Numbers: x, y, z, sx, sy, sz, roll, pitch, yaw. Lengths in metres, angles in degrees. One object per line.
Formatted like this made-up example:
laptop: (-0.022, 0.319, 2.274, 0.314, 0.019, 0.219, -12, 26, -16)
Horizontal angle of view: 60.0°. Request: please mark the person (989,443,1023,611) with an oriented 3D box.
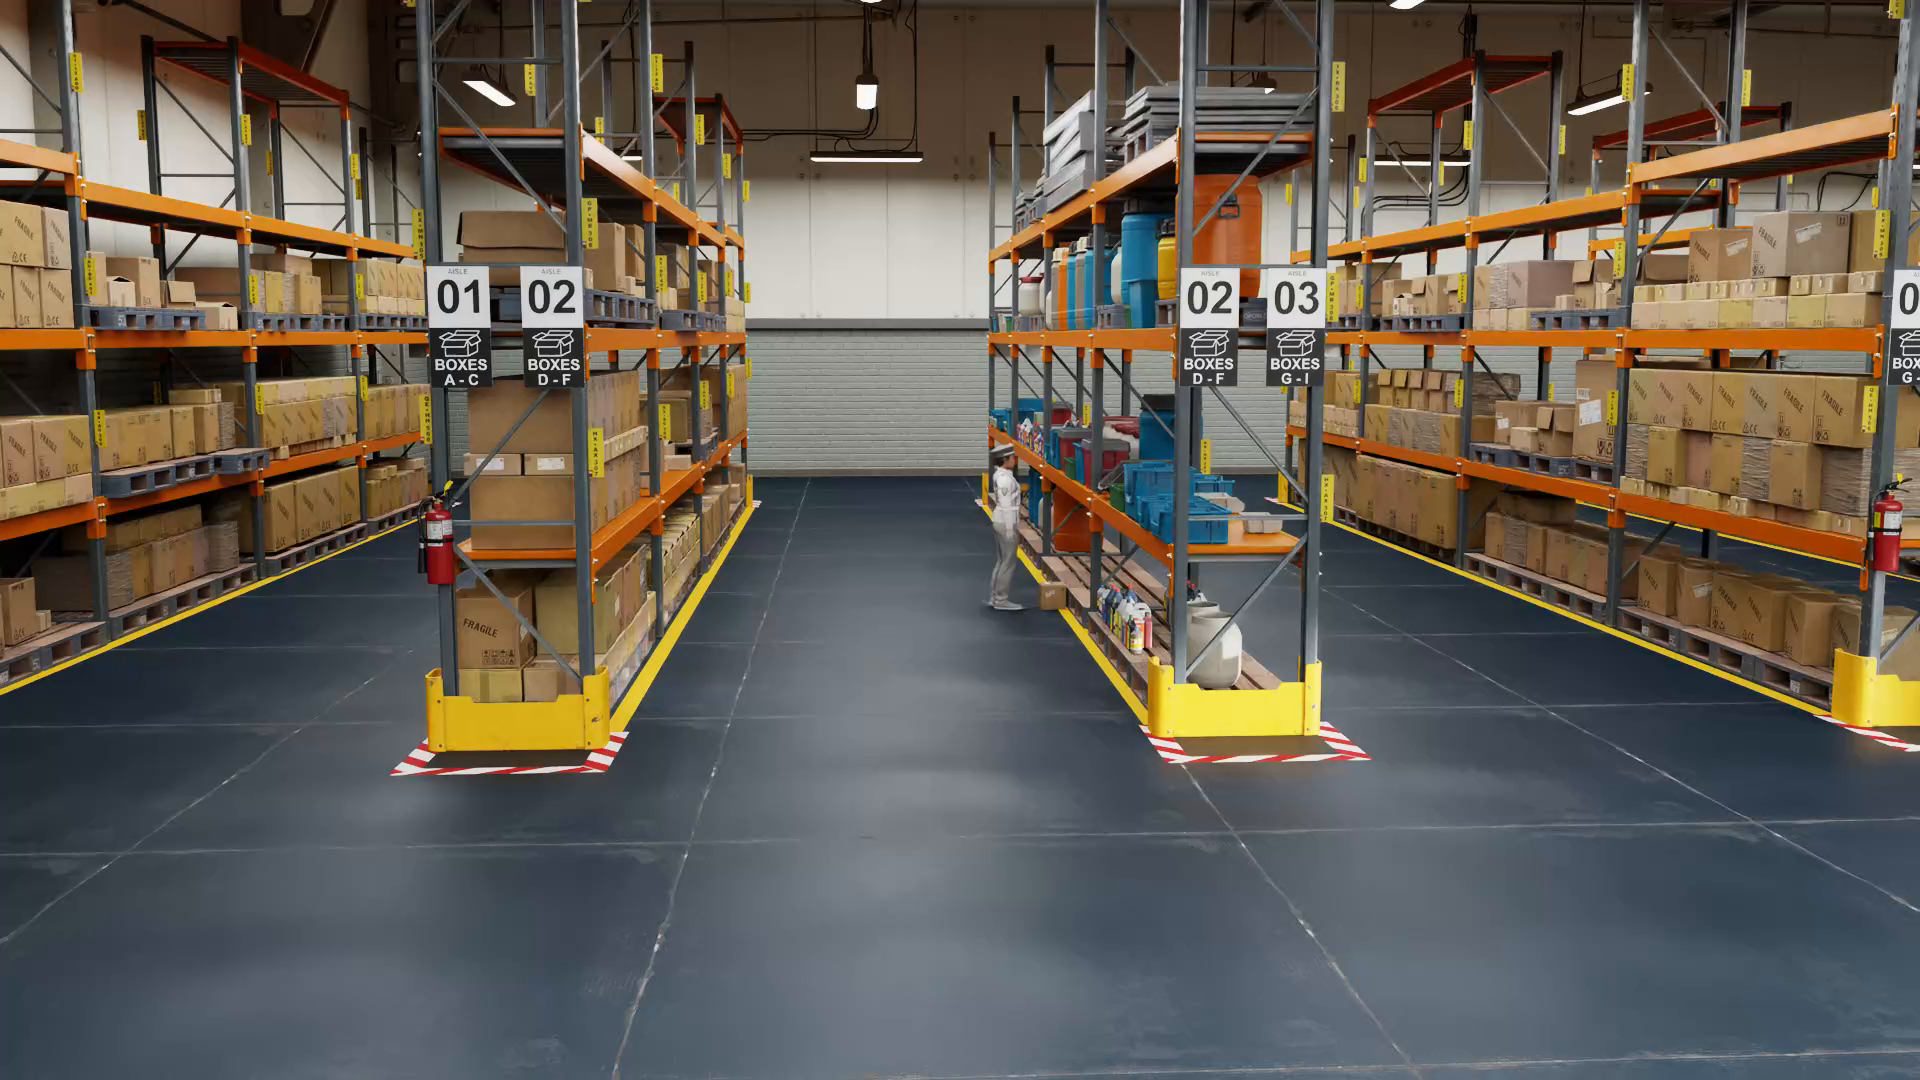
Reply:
person: (0.472, -0.127, 16.812, 0.343, 1.701, 0.466, 0, 7, -2)
